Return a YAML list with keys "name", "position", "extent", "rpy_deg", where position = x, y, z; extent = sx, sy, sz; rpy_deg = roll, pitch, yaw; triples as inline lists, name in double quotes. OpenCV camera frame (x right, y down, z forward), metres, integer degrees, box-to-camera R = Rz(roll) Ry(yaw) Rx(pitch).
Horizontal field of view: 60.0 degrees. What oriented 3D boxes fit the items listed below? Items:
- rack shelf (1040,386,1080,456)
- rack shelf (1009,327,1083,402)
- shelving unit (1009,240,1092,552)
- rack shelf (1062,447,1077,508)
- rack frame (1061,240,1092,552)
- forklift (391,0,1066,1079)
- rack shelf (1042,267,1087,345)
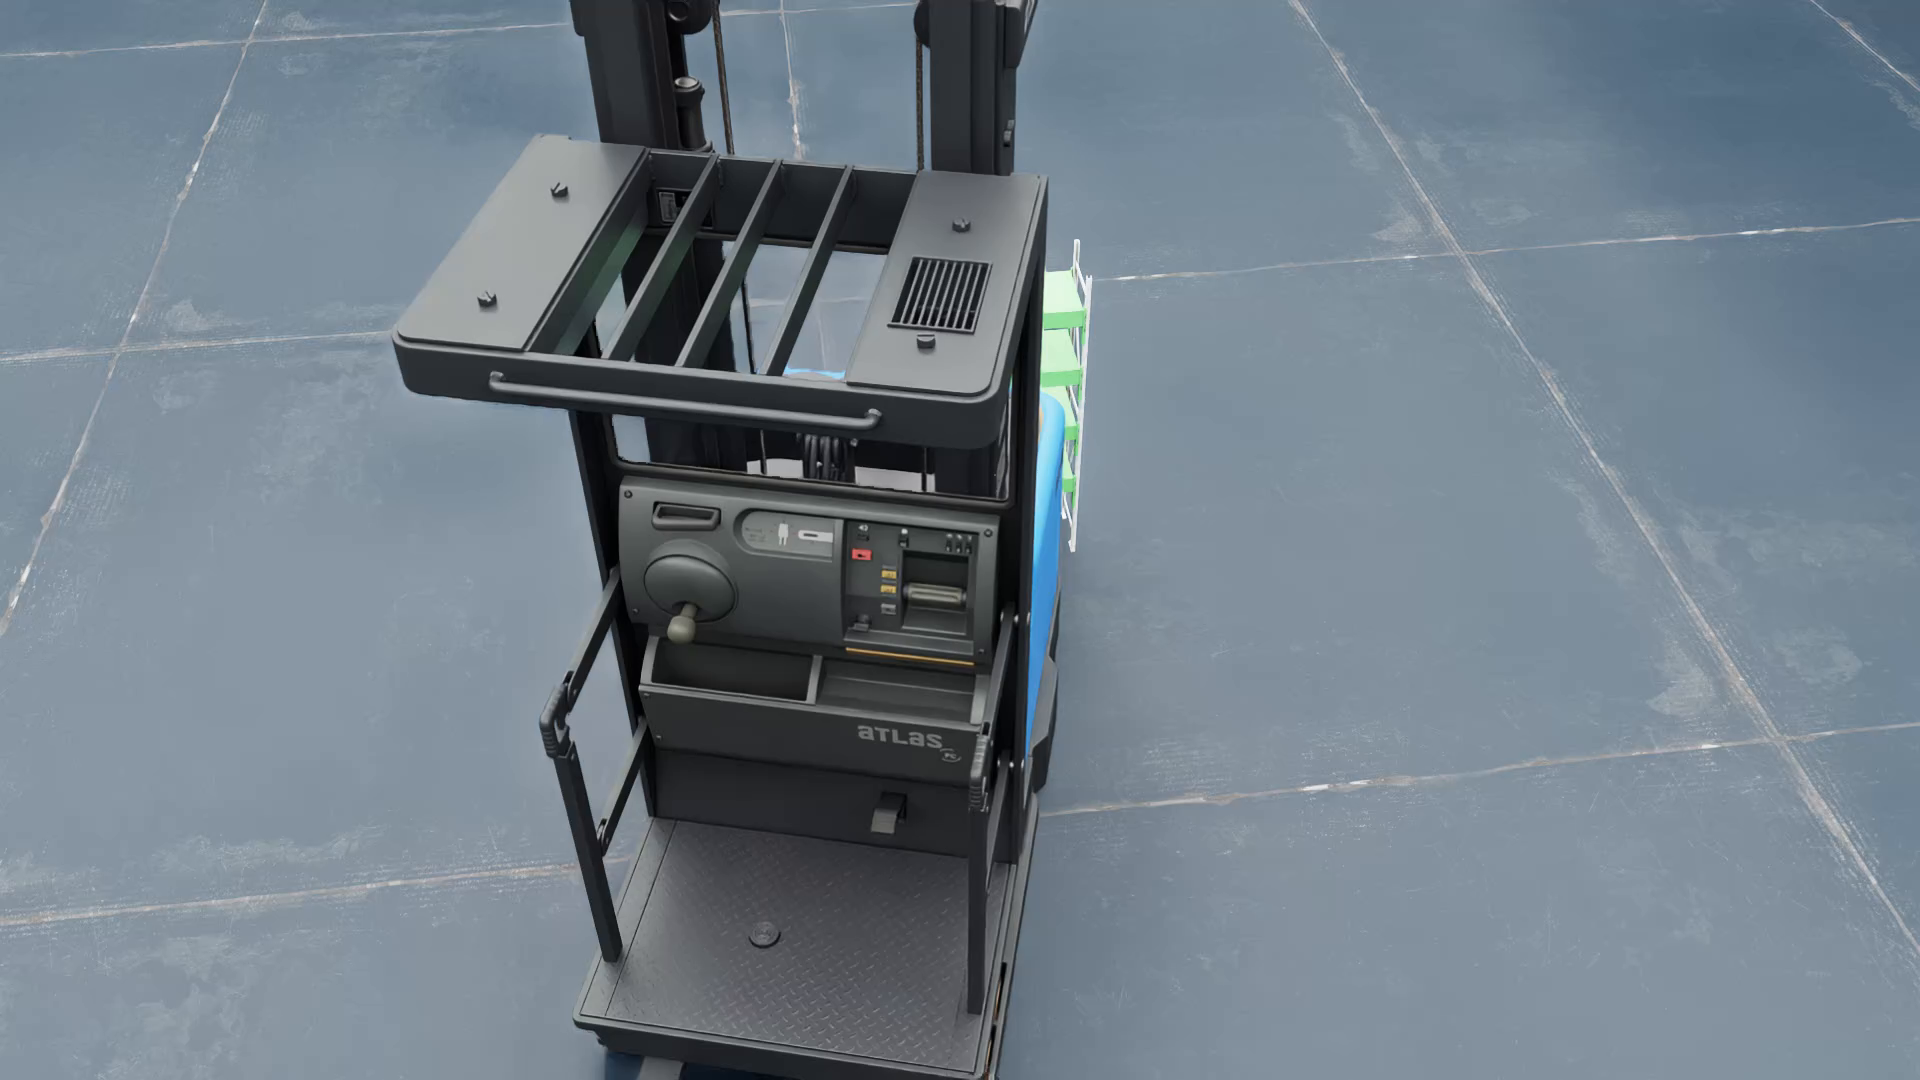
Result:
- name: "rack shelf"
  position: [0.164, -0.412, 5.907]
  extent: [0.480, 0.148, 0.258]
  rpy_deg: [-5, 42, -6]
- name: "rack shelf"
  position: [0.164, -0.591, 5.746]
  extent: [0.480, 0.148, 0.258]
  rpy_deg: [-5, 42, -6]
- name: "shelving unit"
  position: [0.164, -0.460, 5.864]
  extent: [0.503, 1.200, 0.258]
  rpy_deg: [-5, 42, -6]
- name: "rack shelf"
  position: [0.164, -0.234, 6.068]
  extent: [0.480, 0.148, 0.258]
  rpy_deg: [-5, 42, -6]
- name: "rack frame"
  position: [0.406, -0.481, 5.888]
  extent: [0.015, 1.200, 0.240]
  rpy_deg: [-5, 42, -6]
- name: "forklift"
  position: [-0.404, 0.171, 3.872]
  extent: [1.130, 2.935, 3.031]
  rpy_deg: [6, 42, 7]
- name: "rack shelf"
  position: [0.164, -0.769, 5.585]
  extent: [0.480, 0.148, 0.258]
  rpy_deg: [-5, 42, -6]
